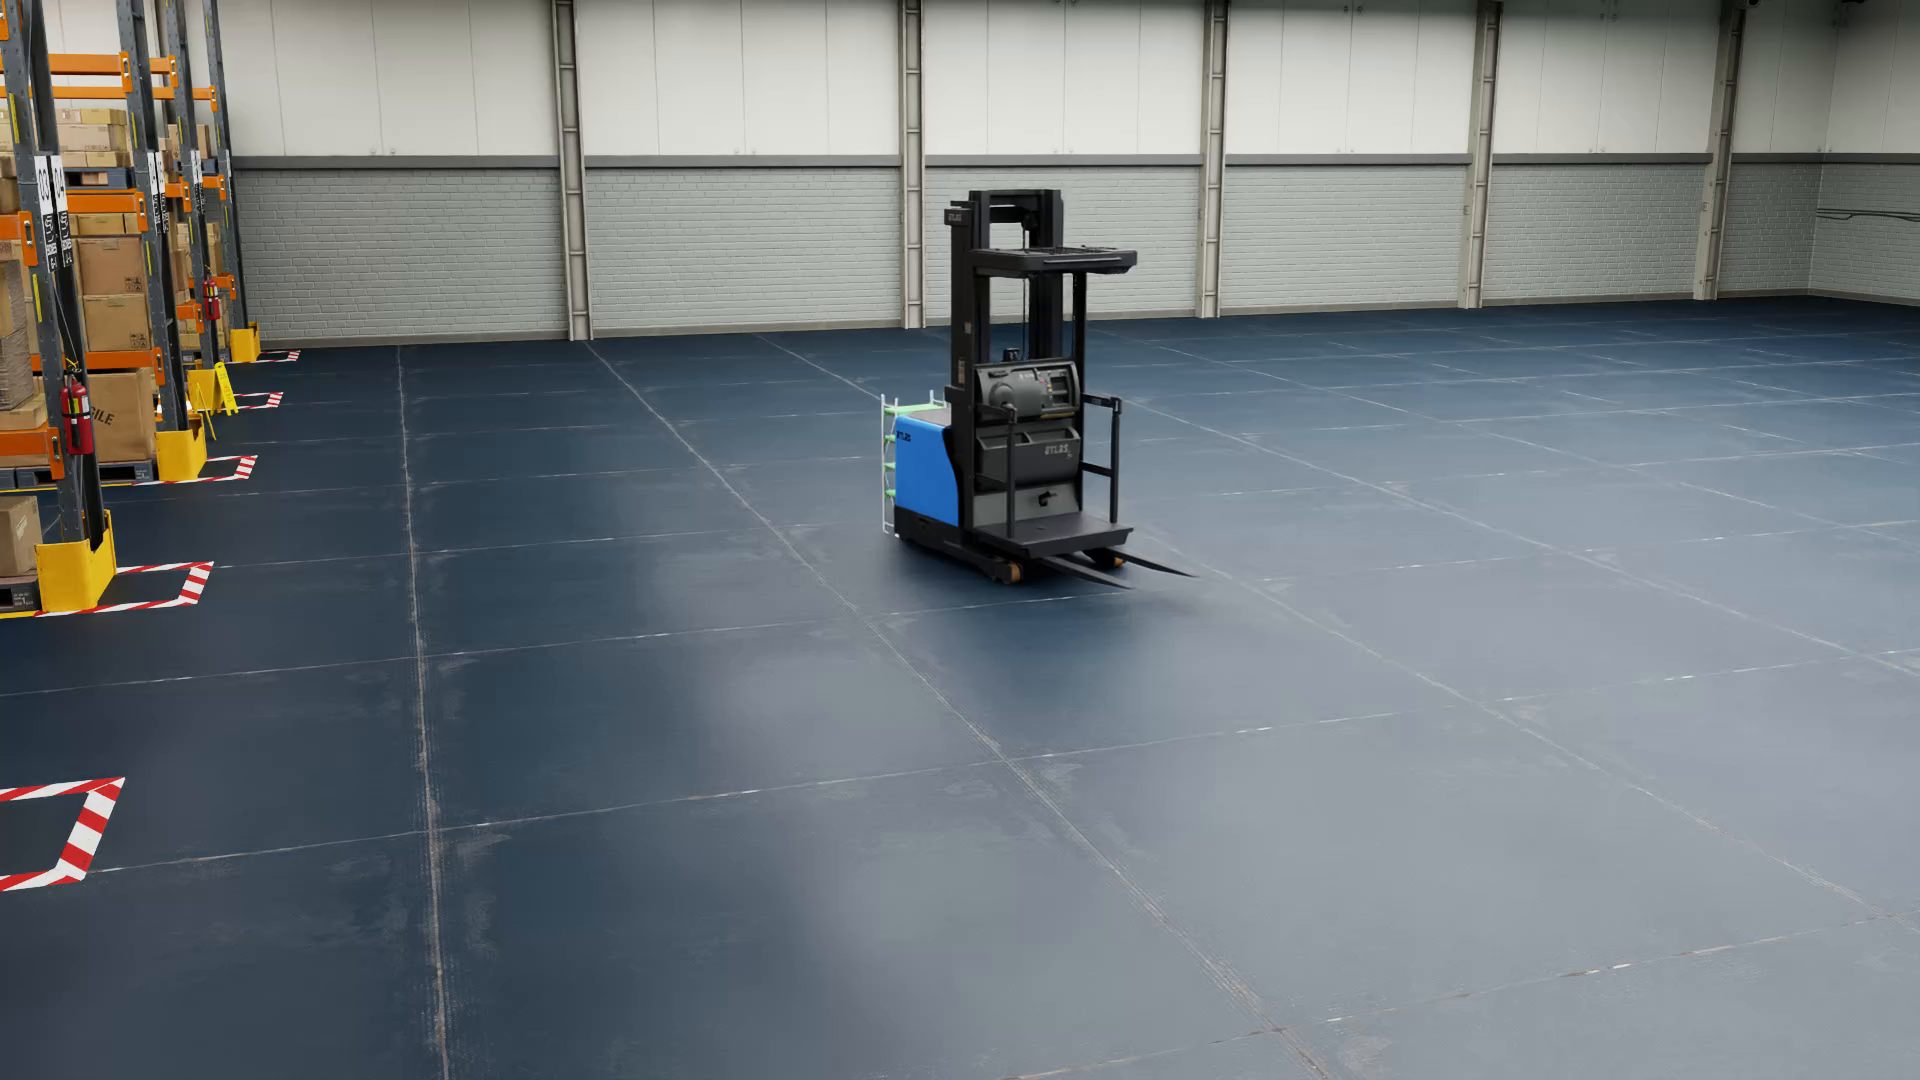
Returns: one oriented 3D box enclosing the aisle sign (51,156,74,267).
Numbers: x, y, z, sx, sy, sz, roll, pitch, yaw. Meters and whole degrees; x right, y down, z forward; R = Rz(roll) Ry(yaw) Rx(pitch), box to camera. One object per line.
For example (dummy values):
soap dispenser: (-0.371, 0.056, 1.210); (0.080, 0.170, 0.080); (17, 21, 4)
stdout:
aisle sign: (-6.580, -2.414, 12.192); (0.004, 0.787, 0.394); (-4, 14, -18)

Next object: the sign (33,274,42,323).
sign: (-6.385, -1.673, 11.508); (0.005, 0.325, 0.100); (-4, 14, -18)

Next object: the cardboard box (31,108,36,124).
cardboard box: (-8.720, -4.016, 15.758); (0.250, 0.149, 0.380); (-4, 14, -17)

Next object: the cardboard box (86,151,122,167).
cardboard box: (-8.236, -3.665, 16.008); (0.250, 0.149, 0.380); (-4, 14, -18)

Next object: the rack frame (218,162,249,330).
rack frame: (-11.290, -4.341, 25.910); (0.127, 3.000, 1.000); (-4, 14, -18)

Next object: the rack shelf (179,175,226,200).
rack shelf: (-13.186, -5.303, 25.026); (4.000, 0.370, 1.077); (-4, 14, -18)

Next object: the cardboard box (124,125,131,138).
cardboard box: (-12.635, -5.962, 24.904); (0.500, 0.500, 0.700); (-4, 14, -18)

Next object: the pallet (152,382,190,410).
pallet: (-10.557, -1.838, 21.414); (1.213, 0.211, 1.003); (-4, 14, -18)

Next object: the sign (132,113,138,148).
sign: (-7.869, -3.906, 15.857); (0.005, 0.325, 0.100); (-4, 14, -18)

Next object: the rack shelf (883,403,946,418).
rack shelf: (-0.392, -1.069, 14.245); (0.480, 0.148, 0.258); (-9, 16, -32)

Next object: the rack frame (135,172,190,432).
rack frame: (-8.029, -2.174, 16.802); (0.127, 3.000, 1.000); (-4, 14, -18)

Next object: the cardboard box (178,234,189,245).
cardboard box: (-11.762, -4.593, 25.351); (0.250, 0.149, 0.380); (-4, 14, -17)

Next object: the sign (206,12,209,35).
sign: (-11.131, -7.632, 24.594); (0.005, 0.325, 0.100); (-4, 14, -18)

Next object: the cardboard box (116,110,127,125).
cardboard box: (-8.447, -4.197, 16.521); (0.250, 0.149, 0.380); (-4, 14, -17)

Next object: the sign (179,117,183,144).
sign: (-9.546, -5.019, 20.367); (0.005, 0.325, 0.100); (-4, 14, -18)

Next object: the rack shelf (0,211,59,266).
rack shelf: (-8.439, -2.041, 11.313); (4.000, 0.370, 1.077); (-4, 14, -18)

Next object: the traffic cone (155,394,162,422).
traffic cone: (-9.700, -1.704, 20.305); (0.334, 0.463, 0.336); (-4, 14, -18)

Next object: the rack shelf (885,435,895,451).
rack shelf: (-0.392, -0.835, 14.301); (0.480, 0.148, 0.258); (-9, 16, -32)

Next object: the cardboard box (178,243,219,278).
cardboard box: (-11.673, -4.296, 25.504); (0.500, 0.500, 0.500); (-5, 14, -19)

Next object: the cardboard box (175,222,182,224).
cardboard box: (-12.181, -4.837, 25.737); (0.250, 0.149, 0.380); (-4, 14, -17)

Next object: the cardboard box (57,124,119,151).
cardboard box: (-8.404, -3.861, 15.968); (0.500, 0.250, 0.500); (-4, 14, -17)

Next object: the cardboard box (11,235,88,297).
cardboard box: (-8.885, -2.693, 16.324); (0.550, 0.550, 0.875); (-4, 14, -18)

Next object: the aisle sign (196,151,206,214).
aisle sign: (-9.744, -4.590, 21.339); (0.004, 0.787, 0.394); (-4, 14, -18)

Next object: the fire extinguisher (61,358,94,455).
fire extinguisher: (-6.288, -0.949, 11.817); (0.183, 0.674, 0.296); (-4, 14, -18)

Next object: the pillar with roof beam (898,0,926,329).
pillar with roof beam: (0.509, -7.347, 25.585); (0.400, 9.000, 9.100); (-4, 14, -18)

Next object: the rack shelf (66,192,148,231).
rack shelf: (-9.925, -3.136, 15.917); (4.000, 0.370, 1.077); (-4, 14, -18)

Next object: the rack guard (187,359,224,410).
rack guard: (-9.776, -2.031, 21.600); (0.348, 0.500, 1.175); (-4, 14, -18)

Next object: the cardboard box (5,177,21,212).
cardboard box: (-7.082, -2.486, 11.956); (0.500, 0.250, 0.500); (-4, 14, -16)

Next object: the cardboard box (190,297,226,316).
cardboard box: (-11.627, -3.592, 25.634); (0.500, 0.250, 0.500); (-4, 14, -16)

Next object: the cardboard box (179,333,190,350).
cardboard box: (-12.109, -3.069, 25.597); (0.500, 0.250, 0.500); (-4, 14, -18)

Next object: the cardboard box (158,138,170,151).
cardboard box: (-9.930, -4.888, 20.547); (0.250, 0.149, 0.380); (-4, 14, -18)

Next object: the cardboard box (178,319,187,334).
cardboard box: (-12.131, -3.312, 25.537); (0.500, 0.250, 0.500); (-5, 14, -19)

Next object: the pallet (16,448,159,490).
pallet: (-8.762, -0.741, 16.804); (1.213, 0.211, 1.003); (-4, 14, -18)

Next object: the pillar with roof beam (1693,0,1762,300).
pillar with roof beam: (17.568, -8.676, 31.170); (0.548, 9.000, 9.100); (-4, 14, -18)

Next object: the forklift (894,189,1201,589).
forklift: (0.656, -1.206, 12.878); (1.130, 2.935, 3.031); (-8, 16, -32)

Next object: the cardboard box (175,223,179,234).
cardboard box: (-12.026, -4.727, 25.272); (0.250, 0.149, 0.380); (-4, 14, -17)

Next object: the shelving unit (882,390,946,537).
shelving unit: (-0.392, -0.664, 14.341); (0.503, 1.200, 0.258); (-9, 16, -32)

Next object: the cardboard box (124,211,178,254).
cardboard box: (-10.118, -3.847, 20.813); (0.500, 0.500, 0.700); (-5, 14, -19)

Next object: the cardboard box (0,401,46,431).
cardboard box: (-6.747, -0.890, 11.947); (0.250, 0.149, 0.380); (-4, 14, -18)

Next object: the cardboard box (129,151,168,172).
cardboard box: (-10.103, -4.687, 20.563); (0.500, 0.250, 0.500); (-5, 14, -19)

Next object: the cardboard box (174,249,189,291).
cardboard box: (-10.241, -3.472, 21.397); (0.500, 0.500, 0.500); (-5, 14, -19)

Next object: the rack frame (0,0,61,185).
rack frame: (-6.543, -3.998, 11.503); (0.127, 3.000, 1.000); (-4, 14, -18)

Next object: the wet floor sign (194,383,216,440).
wet floor sign: (-8.633, -1.465, 18.909); (0.232, 0.644, 0.267); (-7, 15, -28)

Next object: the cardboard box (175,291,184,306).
cardboard box: (-9.990, -3.056, 21.050); (0.250, 0.149, 0.380); (-4, 14, -16)

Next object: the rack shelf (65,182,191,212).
rack shelf: (-11.599, -4.214, 20.450); (4.000, 0.370, 1.077); (-4, 14, -18)

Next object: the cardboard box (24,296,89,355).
cardboard box: (-8.881, -2.165, 16.437); (0.550, 0.550, 0.875); (-4, 14, -18)

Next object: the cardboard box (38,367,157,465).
cardboard box: (-8.651, -1.280, 16.728); (0.875, 0.875, 0.875); (-4, 14, -18)

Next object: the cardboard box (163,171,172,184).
cardboard box: (-9.953, -4.502, 20.648); (0.250, 0.149, 0.380); (-4, 14, -18)

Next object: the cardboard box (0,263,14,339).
cardboard box: (-6.986, -1.664, 11.637); (0.500, 0.500, 0.500); (-4, 14, -18)
